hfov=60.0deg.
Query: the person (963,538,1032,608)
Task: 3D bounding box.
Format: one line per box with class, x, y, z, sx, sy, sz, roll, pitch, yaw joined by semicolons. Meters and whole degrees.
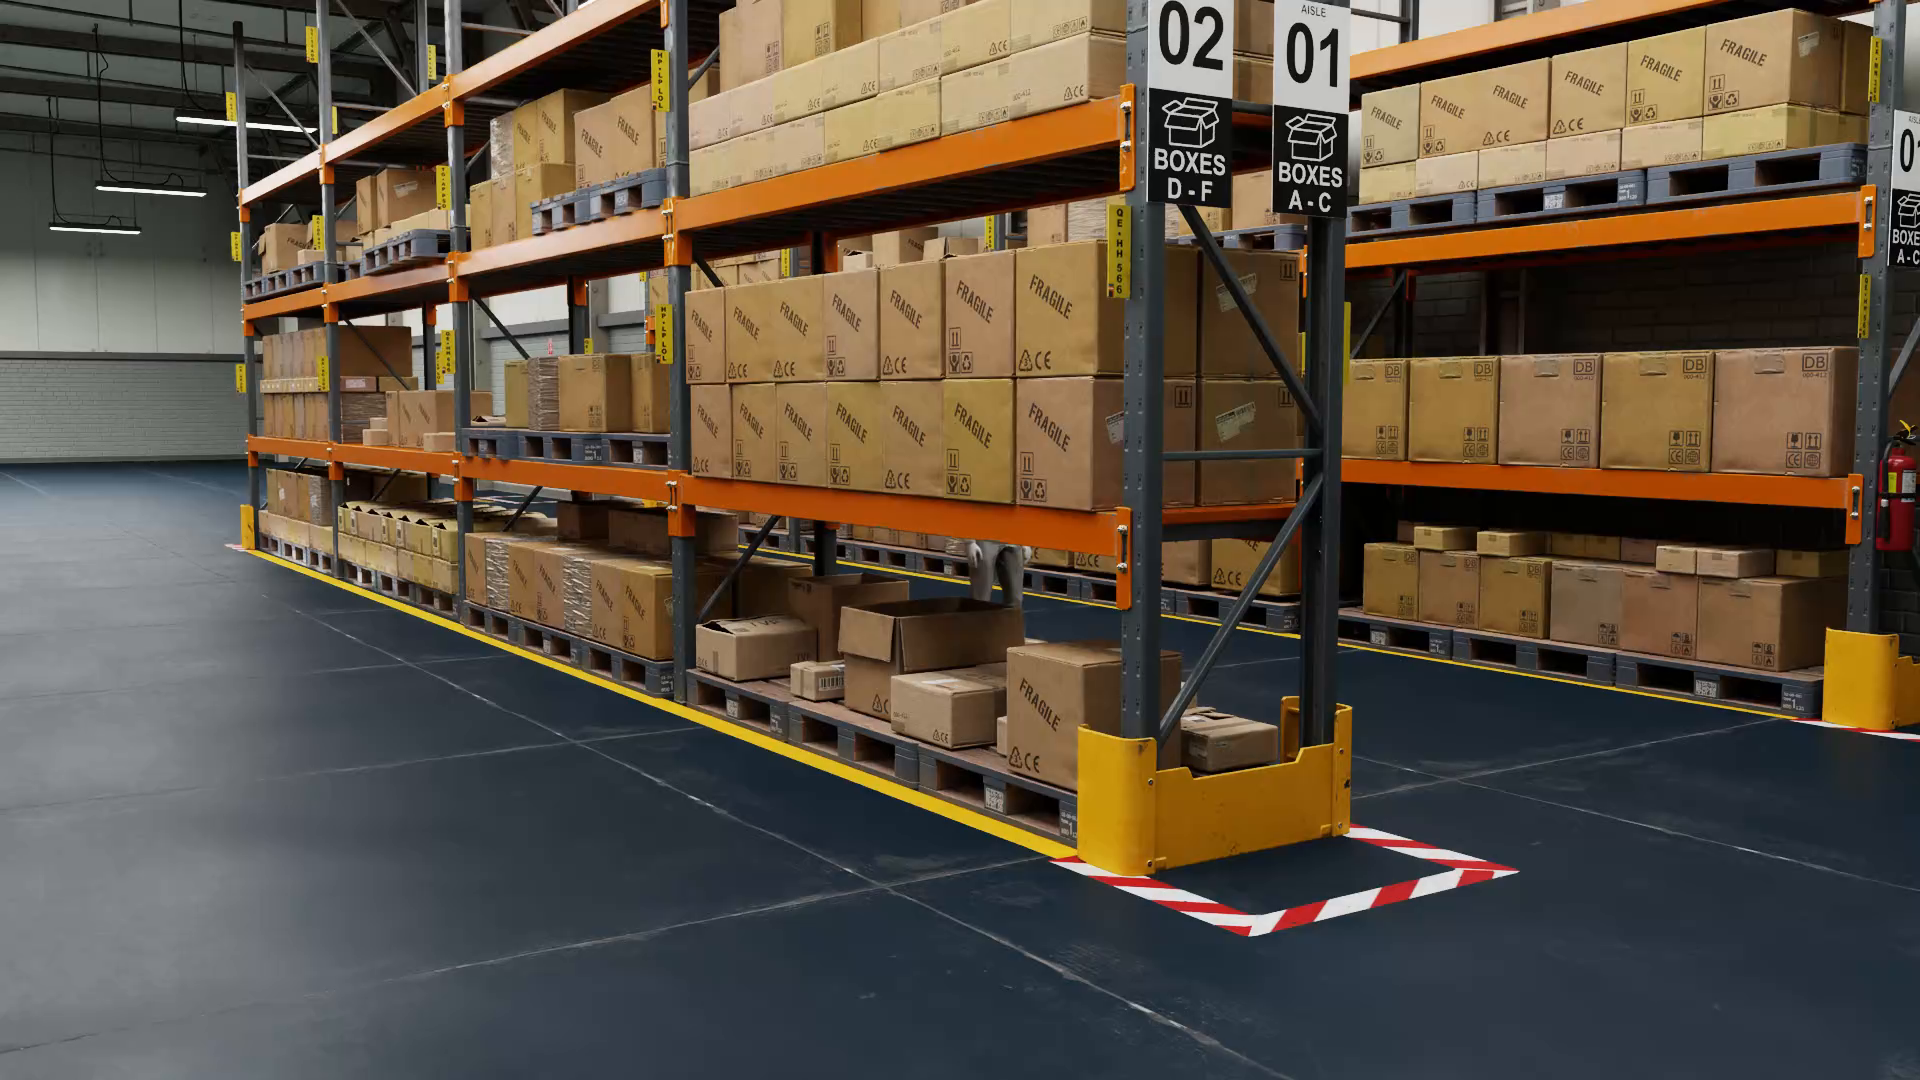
person;0.242;0.024;10.272;0.543;1.662;0.416;-4;6;-37
